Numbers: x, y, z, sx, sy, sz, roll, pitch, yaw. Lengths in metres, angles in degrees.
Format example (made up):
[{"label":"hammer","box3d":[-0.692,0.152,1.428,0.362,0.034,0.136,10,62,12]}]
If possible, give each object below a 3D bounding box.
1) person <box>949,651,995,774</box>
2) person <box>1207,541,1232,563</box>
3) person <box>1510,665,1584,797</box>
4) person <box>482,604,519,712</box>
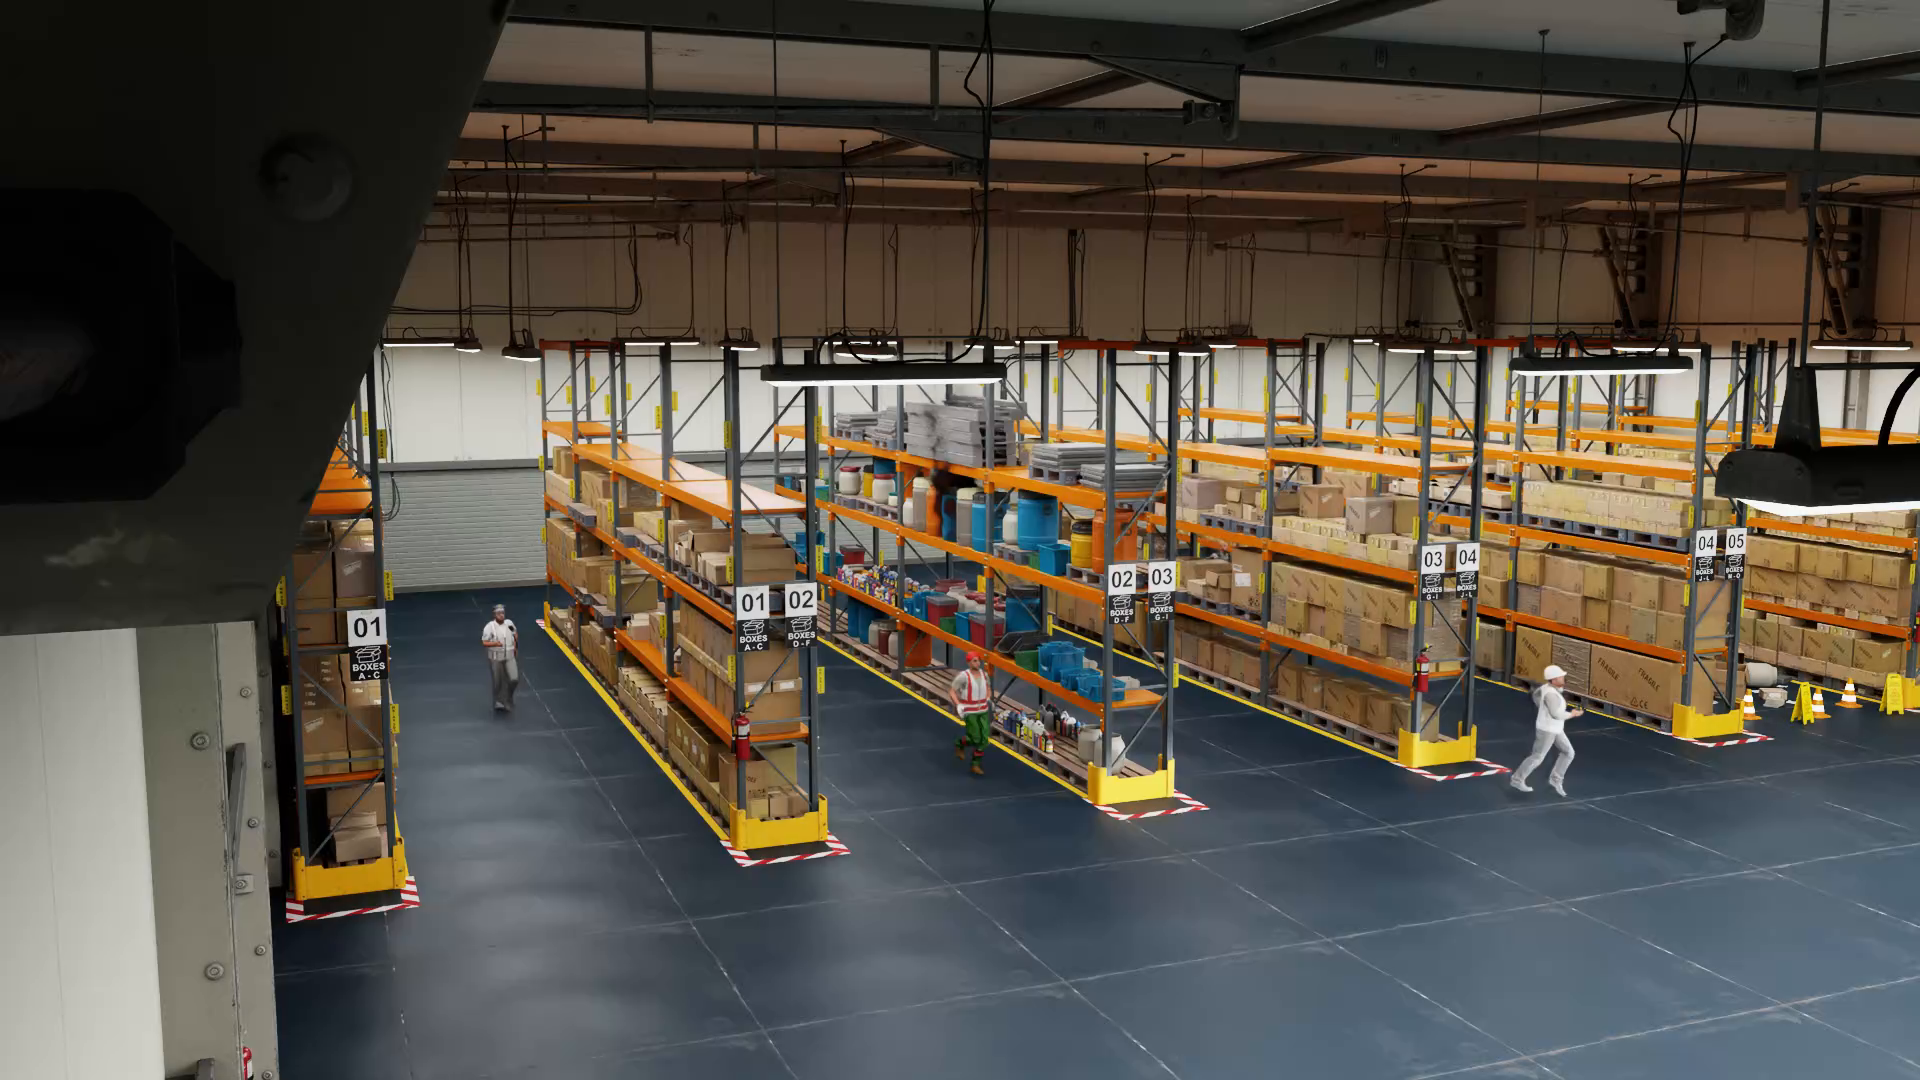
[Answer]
[{"label":"person","box3d":[0.188,2.424,23.533,0.657,1.743,0.605,-5,9,-32]},{"label":"person","box3d":[5.563,0.879,35.216,0.657,1.733,0.874,-4,8,-28]},{"label":"person","box3d":[7.893,2.563,22.330,0.883,1.810,0.664,3,8,23]},{"label":"person","box3d":[-7.455,1.944,27.150,0.643,1.810,0.676,-5,9,-32]}]
